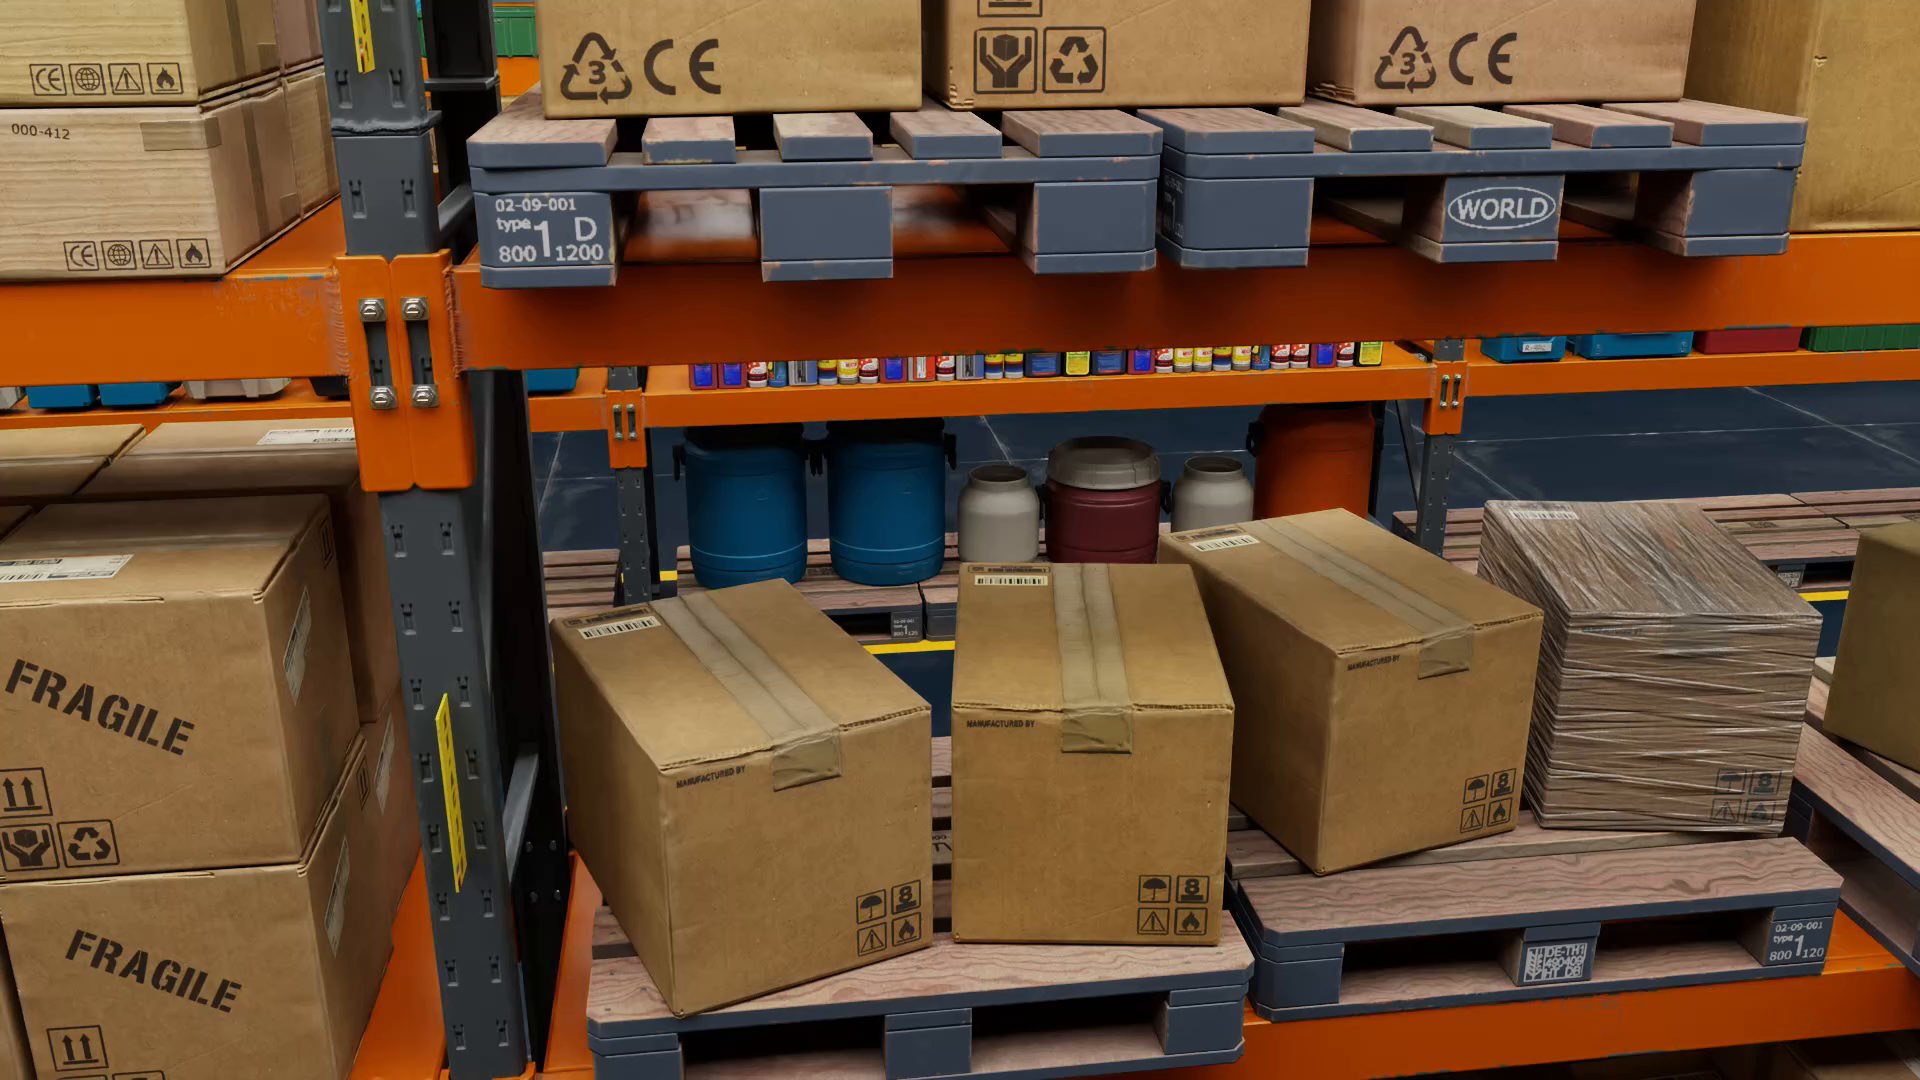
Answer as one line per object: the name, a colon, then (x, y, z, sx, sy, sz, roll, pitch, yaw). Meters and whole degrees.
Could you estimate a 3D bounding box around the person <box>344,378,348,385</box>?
person: (-2.270, 0.118, 6.666, 0.463, 1.780, 0.578, -5, 20, -13)
